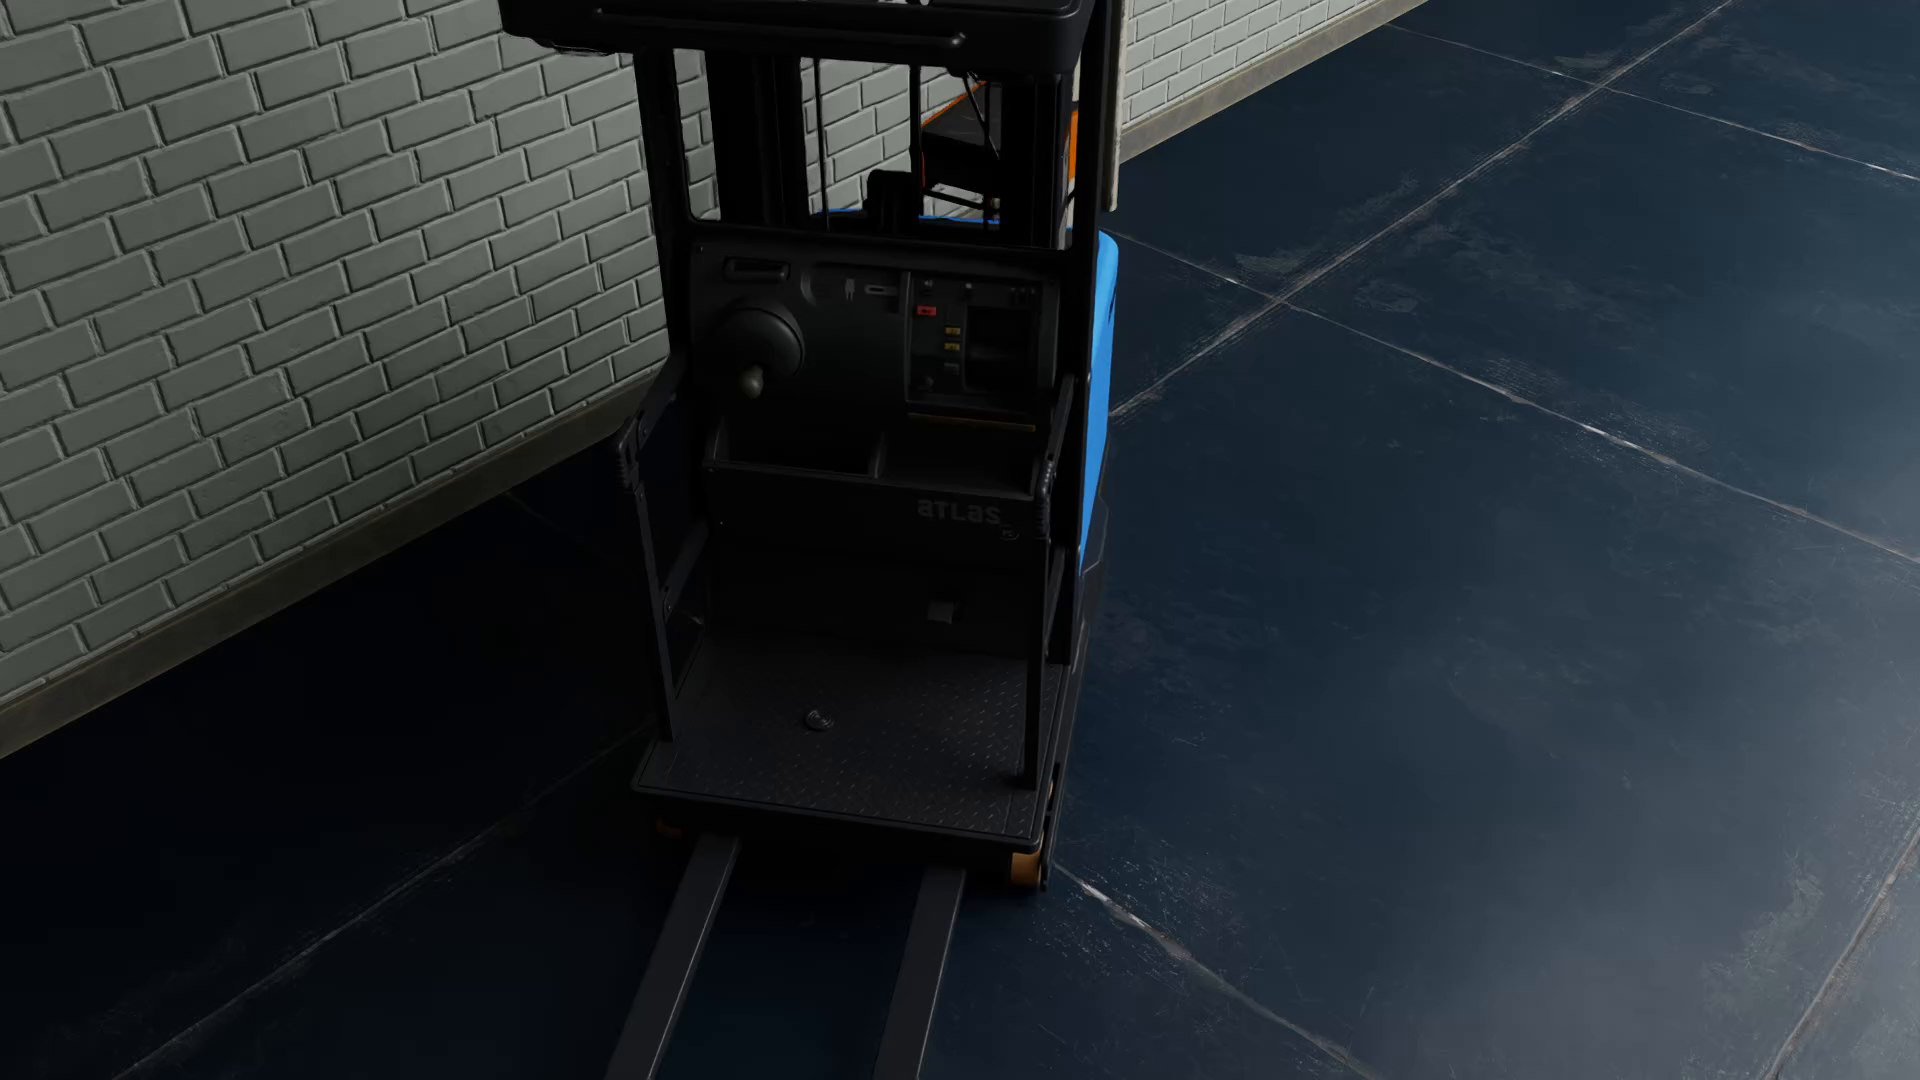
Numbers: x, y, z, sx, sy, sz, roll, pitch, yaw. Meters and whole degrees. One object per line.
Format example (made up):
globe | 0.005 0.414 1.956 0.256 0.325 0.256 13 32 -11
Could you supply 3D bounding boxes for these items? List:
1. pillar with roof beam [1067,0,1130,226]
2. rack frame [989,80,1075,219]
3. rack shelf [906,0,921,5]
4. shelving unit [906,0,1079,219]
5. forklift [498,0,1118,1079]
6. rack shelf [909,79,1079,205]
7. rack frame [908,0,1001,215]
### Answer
pillar with roof beam | 3.658 -3.222 2.571 9.100 9.000 0.400 30 47 32
rack frame | 0.263 -1.366 5.781 0.400 2.100 0.015 20 43 23
rack shelf | 0.140 -1.772 5.189 0.431 0.518 0.480 20 43 23
shelving unit | 0.140 -1.235 5.616 0.431 2.100 0.503 20 43 23
forklift | -0.253 -0.445 3.955 1.130 2.935 3.031 6 39 8
rack shelf | 0.140 -1.224 5.625 0.431 0.518 0.480 20 43 23
rack frame | 0.016 -1.104 5.451 0.400 2.100 0.015 20 43 23
